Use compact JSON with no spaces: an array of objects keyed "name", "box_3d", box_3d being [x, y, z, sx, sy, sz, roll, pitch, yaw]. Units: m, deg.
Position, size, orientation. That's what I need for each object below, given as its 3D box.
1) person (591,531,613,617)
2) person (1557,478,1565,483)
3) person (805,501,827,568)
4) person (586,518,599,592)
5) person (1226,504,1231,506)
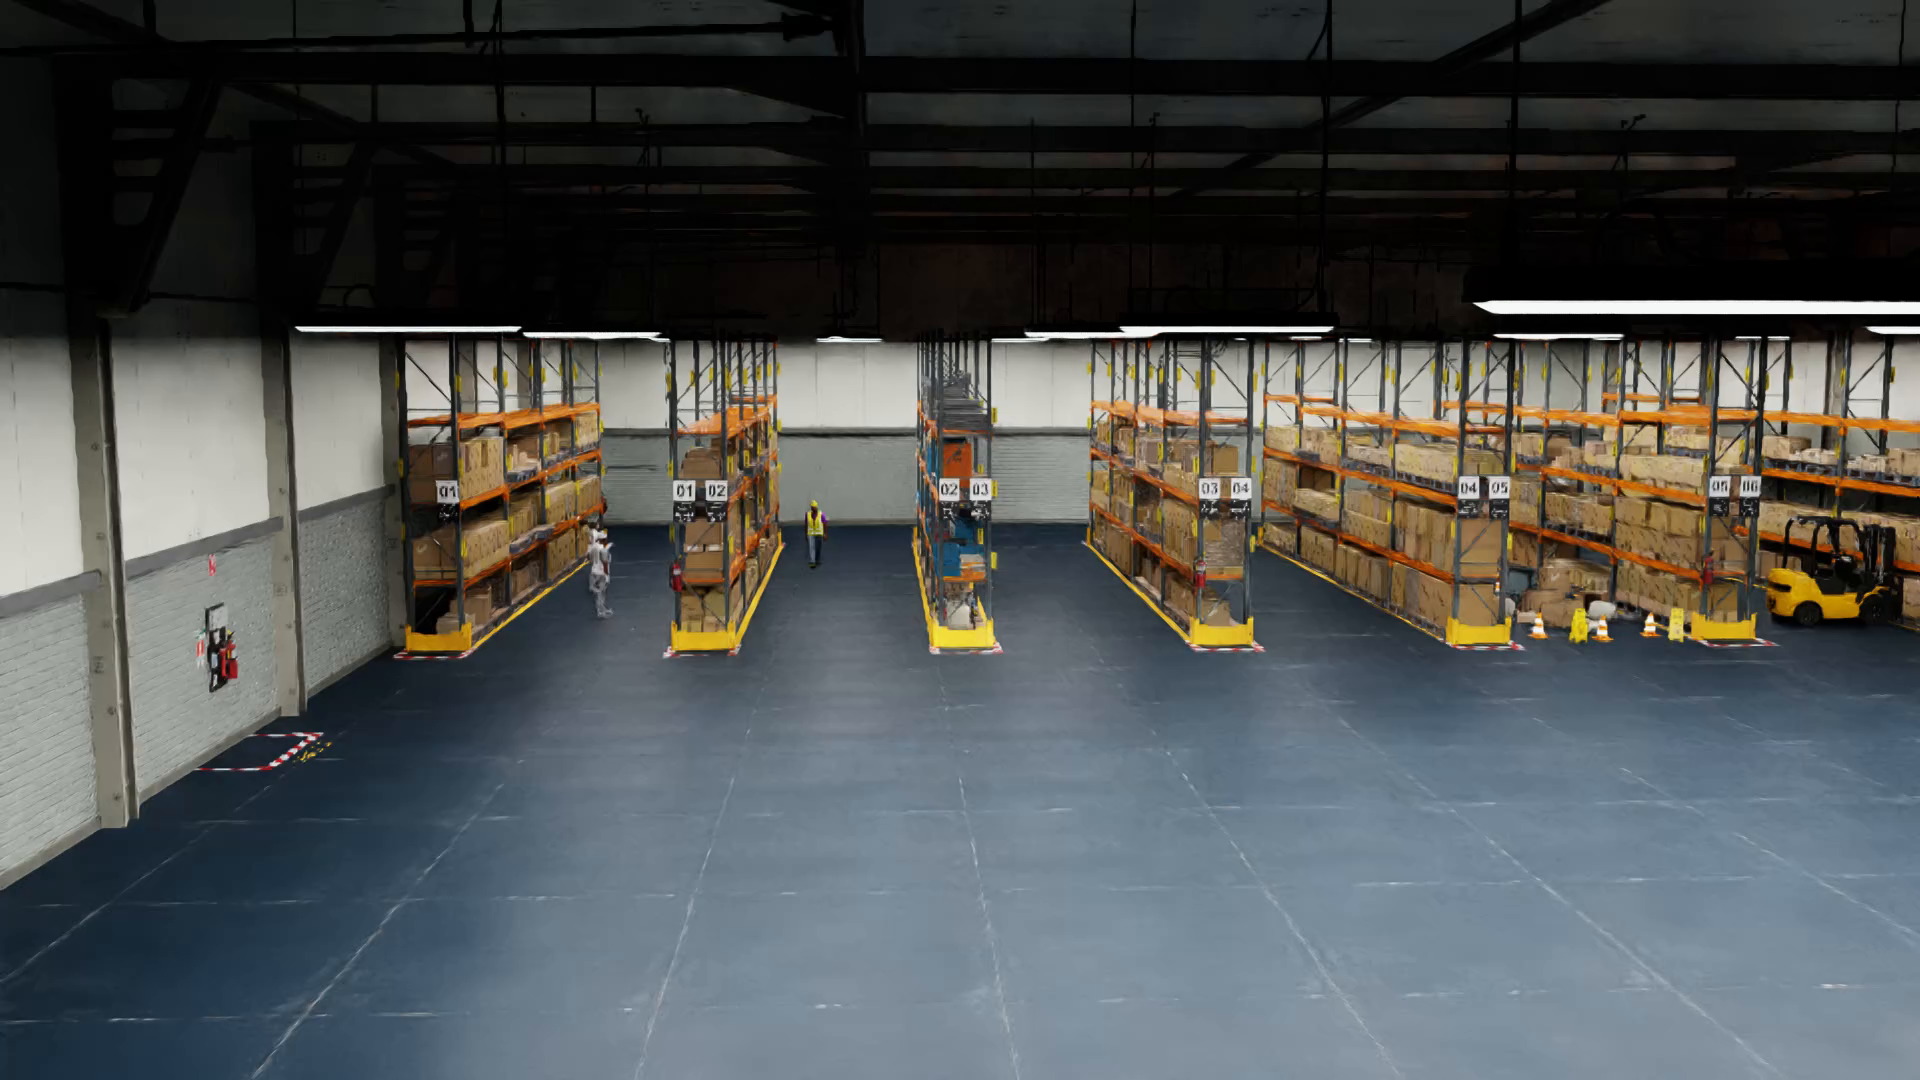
[{"name":"person","box_3d":[-7.488,0.701,34.956,0.475,1.789,0.637,-4,8,-32]},{"name":"person","box_3d":[17.909,-0.961,49.372,0.536,1.765,0.627,-4,8,-30]},{"name":"person","box_3d":[-3.704,-0.161,42.741,0.589,1.716,1.043,0,7,-4]},{"name":"person","box_3d":[-8.436,0.337,38.549,0.433,1.684,0.552,-3,8,-27]},{"name":"person","box_3d":[8.053,-0.900,48.992,0.633,1.729,1.044,2,7,18]}]
